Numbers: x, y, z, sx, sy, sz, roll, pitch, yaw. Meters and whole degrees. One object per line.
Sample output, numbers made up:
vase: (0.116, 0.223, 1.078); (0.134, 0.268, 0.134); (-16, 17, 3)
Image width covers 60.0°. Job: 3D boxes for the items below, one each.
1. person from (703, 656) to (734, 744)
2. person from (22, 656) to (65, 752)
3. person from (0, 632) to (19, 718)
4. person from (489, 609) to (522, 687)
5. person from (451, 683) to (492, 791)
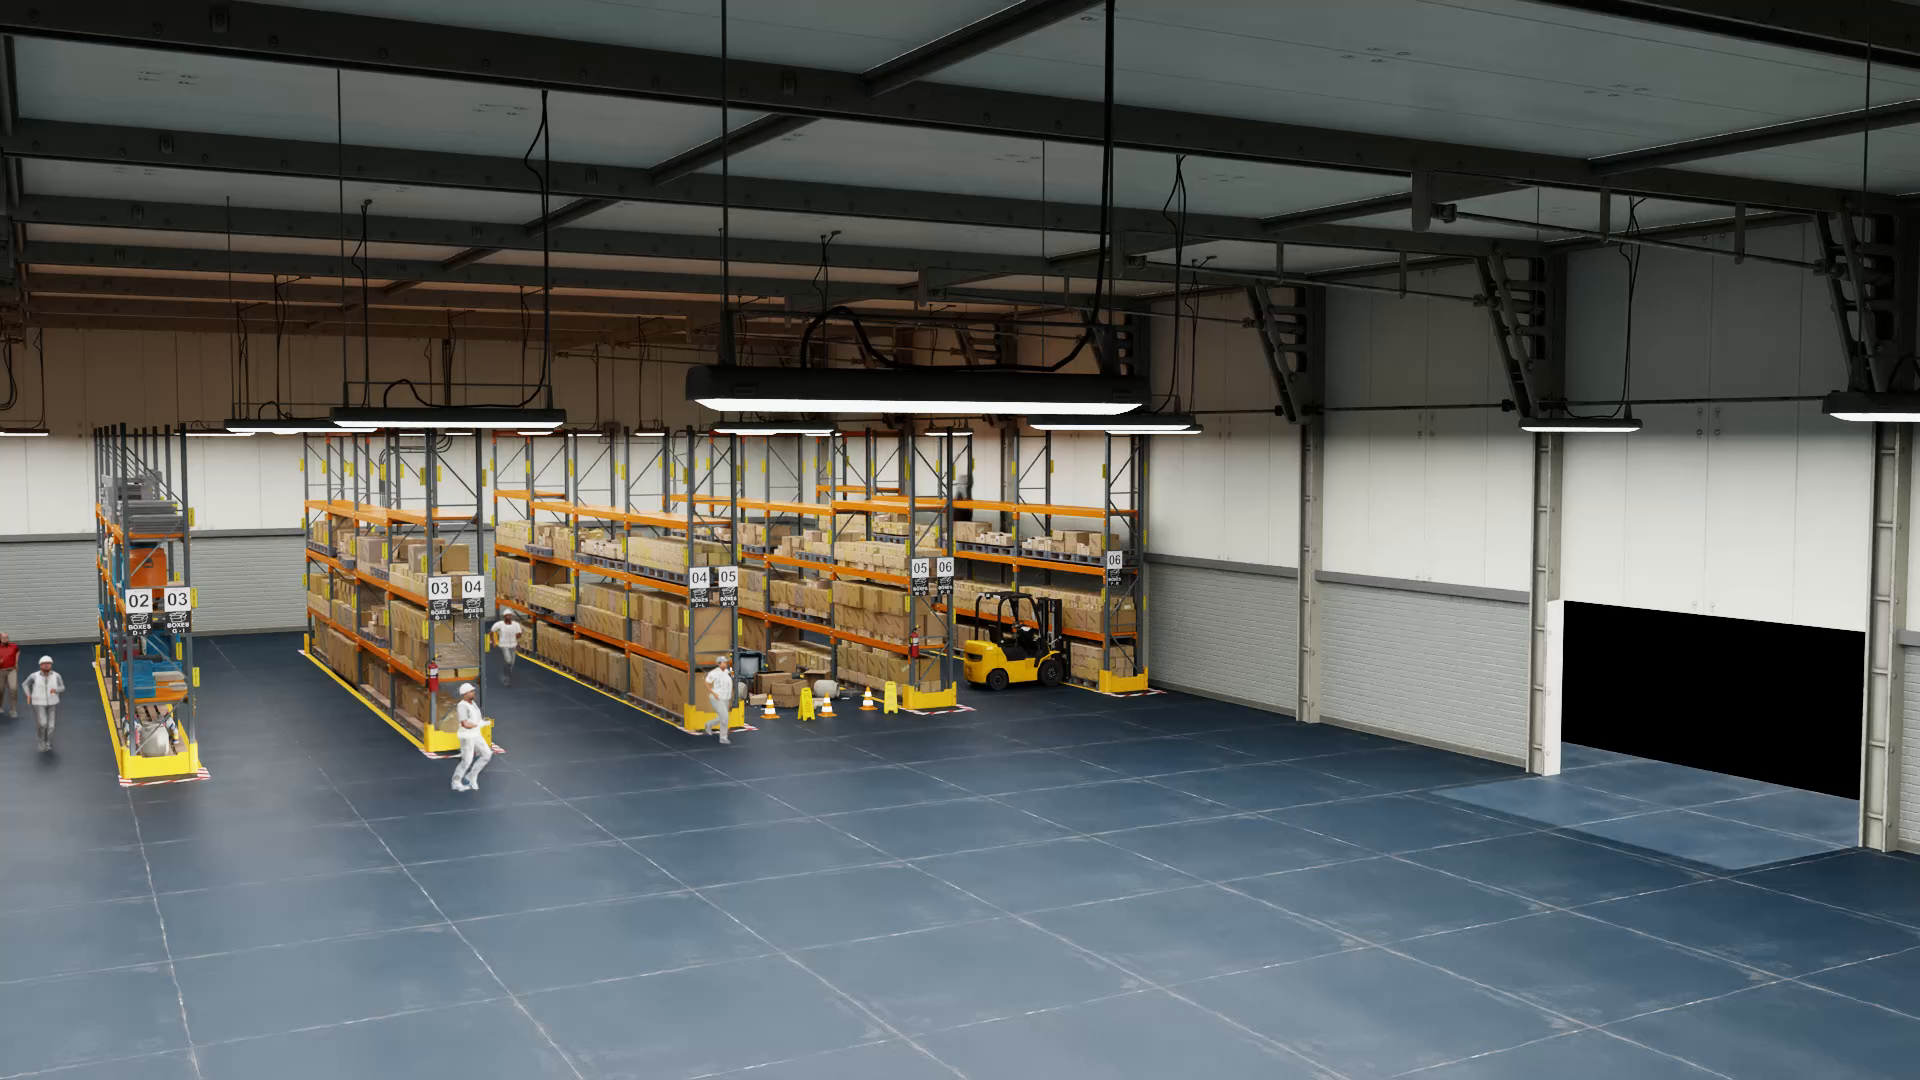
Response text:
person: (-4.580, 3.023, 31.517); (0.751, 1.659, 0.634); (2, 4, 30)
person: (-16.695, 2.995, 30.373); (0.643, 1.747, 0.636); (-3, 5, -41)
person: (-19.733, 2.788, 34.348); (0.603, 1.783, 0.866); (-3, 4, -36)
person: (-10.492, 2.508, 38.608); (0.671, 1.801, 0.728); (-3, 5, -40)
person: (-7.904, 3.199, 26.937); (0.686, 1.772, 0.658); (0, 3, 6)
